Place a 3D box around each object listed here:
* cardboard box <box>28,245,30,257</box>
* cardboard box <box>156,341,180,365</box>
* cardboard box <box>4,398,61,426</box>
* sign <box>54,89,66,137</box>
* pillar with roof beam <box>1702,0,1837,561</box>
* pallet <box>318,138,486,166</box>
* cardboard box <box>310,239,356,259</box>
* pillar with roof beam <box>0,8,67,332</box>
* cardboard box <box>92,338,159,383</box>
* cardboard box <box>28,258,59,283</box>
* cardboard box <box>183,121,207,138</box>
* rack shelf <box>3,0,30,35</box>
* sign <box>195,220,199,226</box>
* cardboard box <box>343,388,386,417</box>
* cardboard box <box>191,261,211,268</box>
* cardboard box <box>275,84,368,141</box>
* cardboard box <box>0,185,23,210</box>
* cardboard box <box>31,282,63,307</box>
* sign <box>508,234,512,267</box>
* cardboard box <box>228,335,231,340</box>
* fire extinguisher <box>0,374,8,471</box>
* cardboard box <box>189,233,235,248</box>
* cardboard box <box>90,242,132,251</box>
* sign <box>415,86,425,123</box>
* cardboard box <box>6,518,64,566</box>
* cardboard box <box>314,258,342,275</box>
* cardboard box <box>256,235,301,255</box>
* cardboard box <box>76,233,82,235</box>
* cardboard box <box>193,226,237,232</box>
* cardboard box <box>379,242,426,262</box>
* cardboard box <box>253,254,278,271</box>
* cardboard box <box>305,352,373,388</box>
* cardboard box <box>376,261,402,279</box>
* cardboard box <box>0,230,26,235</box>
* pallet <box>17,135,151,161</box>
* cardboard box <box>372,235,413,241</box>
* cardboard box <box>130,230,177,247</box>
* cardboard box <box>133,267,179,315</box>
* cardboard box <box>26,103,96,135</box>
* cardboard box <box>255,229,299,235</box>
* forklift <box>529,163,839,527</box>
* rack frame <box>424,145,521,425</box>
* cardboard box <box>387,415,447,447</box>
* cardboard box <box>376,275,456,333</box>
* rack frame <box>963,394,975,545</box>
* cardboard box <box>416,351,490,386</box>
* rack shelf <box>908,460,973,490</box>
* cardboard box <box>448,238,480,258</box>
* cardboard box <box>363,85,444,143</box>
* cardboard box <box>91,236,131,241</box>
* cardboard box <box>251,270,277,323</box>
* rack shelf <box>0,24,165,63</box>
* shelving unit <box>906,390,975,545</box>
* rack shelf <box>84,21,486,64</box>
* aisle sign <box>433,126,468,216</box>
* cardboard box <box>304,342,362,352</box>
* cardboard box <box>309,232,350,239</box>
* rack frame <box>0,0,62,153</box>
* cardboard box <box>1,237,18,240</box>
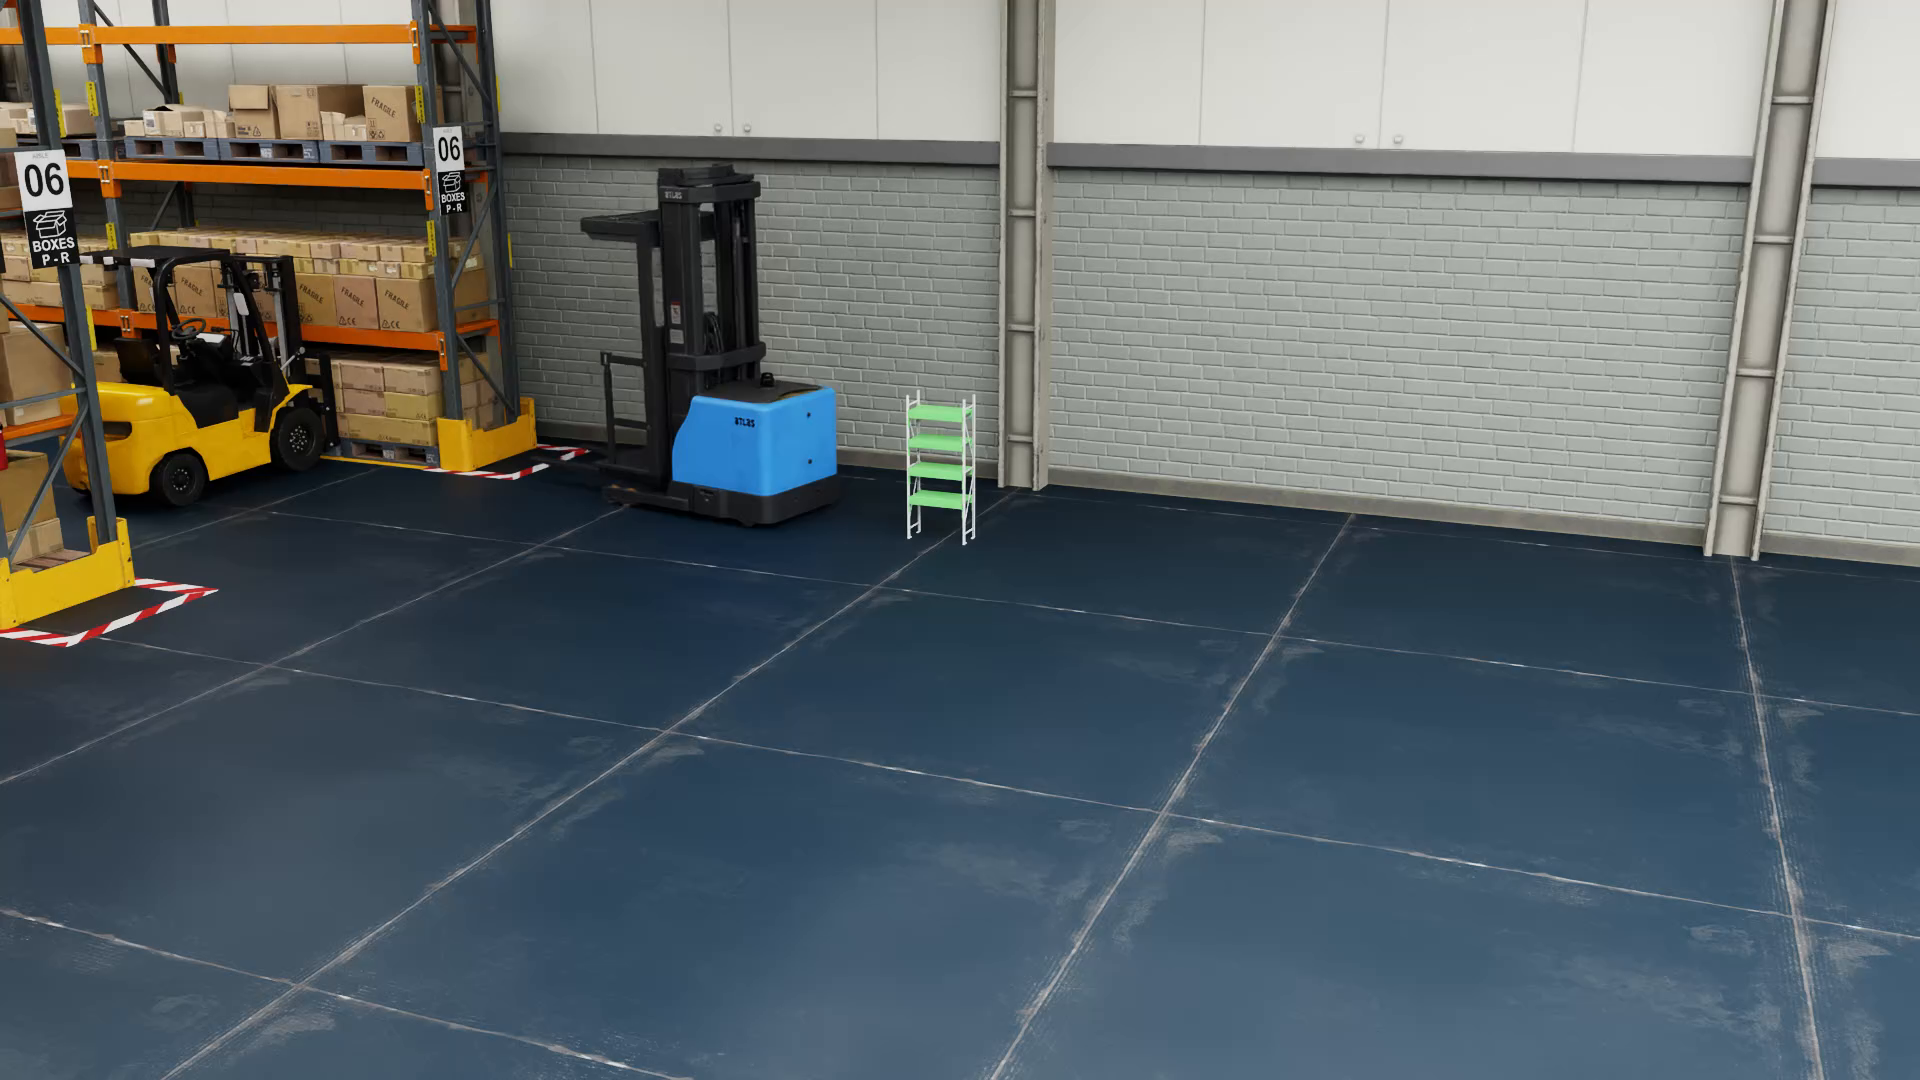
[{"bbox_3d":[-9.547,-3.059,17.487,0.250,0.149,0.380,6,17,19],"label":"cardboard box"},{"bbox_3d":[-8.064,-1.900,17.222,0.500,0.250,0.500,6,17,20],"label":"cardboard box"},{"bbox_3d":[-6.736,-0.940,11.982,0.250,0.149,0.380,6,17,21],"label":"cardboard box"},{"bbox_3d":[-6.297,-2.973,11.587,0.005,0.325,0.100,6,17,21],"label":"sign"},{"bbox_3d":[4.588,-3.102,8.218,0.400,9.000,9.100,6,17,21],"label":"pillar with roof beam"},{"bbox_3d":[-5.327,-3.737,15.944,1.213,0.211,1.003,6,17,21],"label":"pallet"},{"bbox_3d":[-6.070,-2.824,16.144,0.250,0.149,0.380,7,18,22],"label":"cardboard box"},{"bbox_3d":[-12.156,-4.943,14.560,0.400,9.000,9.100,6,17,21],"label":"pillar with roof beam"},{"bbox_3d":[-8.889,-1.781,17.934,0.625,0.625,0.875,7,18,23],"label":"cardboard box"},{"bbox_3d":[-9.431,-2.872,17.558,0.500,0.250,0.500,6,17,19],"label":"cardboard box"},{"bbox_3d":[-7.378,-4.035,16.331,0.250,0.149,0.380,7,18,22],"label":"cardboard box"},{"bbox_3d":[-8.357,-3.711,11.611,4.000,0.370,1.077,6,17,21],"label":"rack shelf"},{"bbox_3d":[-8.197,-3.267,17.852,0.005,0.325,0.100,6,17,21],"label":"sign"},{"bbox_3d":[-5.708,-1.404,16.411,0.500,0.250,0.500,6,17,20],"label":"cardboard box"},{"bbox_3d":[-7.503,-2.838,16.726,0.250,0.149,0.380,7,17,22],"label":"cardboard box"},{"bbox_3d":[-6.096,-4.111,15.962,0.500,0.500,0.700,6,17,21],"label":"cardboard box"},{"bbox_3d":[-6.686,-2.410,11.666,0.250,0.149,0.380,6,17,21],"label":"cardboard box"},{"bbox_3d":[-9.434,-2.631,17.624,0.500,0.250,0.500,6,17,20],"label":"cardboard box"},{"bbox_3d":[-4.469,-2.857,16.440,0.005,0.325,0.100,6,17,21],"label":"sign"},{"bbox_3d":[-7.871,-2.030,17.672,0.500,0.250,0.500,7,17,22],"label":"cardboard box"},{"bbox_3d":[-6.559,-0.804,11.201,0.183,0.674,0.296,6,17,21],"label":"fire extinguisher"},{"bbox_3d":[-7.493,-2.982,16.688,0.250,0.149,0.380,7,17,22],"label":"cardboard box"},{"bbox_3d":[-8.799,-3.006,17.305,0.250,0.149,0.380,7,18,23],"label":"cardboard box"},{"bbox_3d":[-4.890,-3.948,15.067,0.005,0.325,0.100,6,17,21],"label":"sign"},{"bbox_3d":[-7.145,-0.008,12.498,0.500,0.250,0.500,6,17,20],"label":"cardboard box"},{"bbox_3d":[-6.063,-2.686,16.204,0.250,0.149,0.380,6,17,19],"label":"cardboard box"},{"bbox_3d":[-6.746,-2.930,16.509,0.250,0.149,0.380,6,17,21],"label":"cardboard box"},{"bbox_3d":[-9.814,-3.264,18.195,0.250,0.149,0.380,6,17,20],"label":"cardboard box"},{"bbox_3d":[-7.773,-3.181,17.373,0.250,0.149,0.380,6,17,19],"label":"cardboard box"},{"bbox_3d":[-5.330,-2.761,15.929,0.250,0.149,0.380,6,17,21],"label":"cardboard box"},{"bbox_3d":[-6.768,-2.764,16.473,0.250,0.149,0.380,6,17,19],"label":"cardboard box"},{"bbox_3d":[-6.171,-1.687,16.490,0.500,0.250,0.500,7,17,21],"label":"cardboard box"},{"bbox_3d":[-5.352,-2.601,15.909,0.250,0.149,0.380,7,17,22],"label":"cardboard box"},{"bbox_3d":[-10.509,-3.359,18.521,0.250,0.149,0.380,6,17,20],"label":"cardboard box"},{"bbox_3d":[-9.225,-4.105,17.395,1.217,0.209,0.805,6,17,18],"label":"pallet"},{"bbox_3d":[-5.619,-2.940,16.544,0.250,0.149,0.380,6,17,21],"label":"cardboard box"},{"bbox_3d":[-8.212,-3.062,16.964,0.250,0.149,0.380,7,17,22],"label":"cardboard box"},{"bbox_3d":[-8.082,-2.604,17.084,0.500,0.500,0.500,6,17,19],"label":"cardboard box"},{"bbox_3d":[-9.162,-4.327,17.046,0.500,0.311,0.500,6,17,19],"label":"cardboard box"},{"bbox_3d":[-7.032,-3.116,17.151,0.250,0.149,0.380,6,17,20],"label":"cardboard box"},{"bbox_3d":[-2.578,-1.811,14.653,3.031,2.935,1.130,10,19,31],"label":"forklift"},{"bbox_3d":[-4.678,-2.260,16.078,0.127,3.000,1.000,6,17,21],"label":"rack frame"},{"bbox_3d":[-5.231,-1.107,16.286,0.500,0.250,0.500,6,17,21],"label":"cardboard box"},{"bbox_3d":[-5.232,-2.290,16.003,0.500,0.500,0.500,6,17,19],"label":"cardboard box"},{"bbox_3d":[0.073,-0.568,13.479,0.015,1.200,0.240,6,17,21],"label":"rack frame"},{"bbox_3d":[-5.056,-1.720,16.602,0.500,0.250,0.500,6,17,20],"label":"cardboard box"},{"bbox_3d":[-0.154,-0.532,13.582,0.480,0.148,0.258,6,17,21],"label":"rack shelf"},{"bbox_3d":[-4.912,-2.852,16.241,0.250,0.149,0.380,6,17,20],"label":"cardboard box"},{"bbox_3d":[-5.180,-3.980,15.511,0.500,0.500,0.500,7,18,22],"label":"cardboard box"},{"bbox_3d":[-9.110,-3.187,17.929,0.250,0.149,0.380,6,17,20],"label":"cardboard box"},{"bbox_3d":[-6.660,-2.447,16.541,0.500,0.500,0.500,6,17,21],"label":"cardboard box"},{"bbox_3d":[-10.260,-5.217,17.512,4.000,0.370,1.077,6,17,21],"label":"rack shelf"},{"bbox_3d":[-0.154,-0.593,13.565,0.503,1.200,0.258,6,17,21],"label":"shelving unit"},{"bbox_3d":[-6.539,-4.808,16.102,4.000,0.370,1.077,6,17,21],"label":"rack shelf"},{"bbox_3d":[-4.725,-3.425,15.430,0.004,0.787,0.394,6,17,21],"label":"aisle sign"},{"bbox_3d":[-6.458,-1.878,17.147,0.500,0.250,0.500,6,17,20],"label":"cardboard box"},{"bbox_3d":[-6.341,-3.018,16.812,0.250,0.149,0.380,6,17,21],"label":"cardboard box"},{"bbox_3d":[-6.496,-3.853,10.806,0.127,3.000,1.000,6,17,21],"label":"rack frame"},{"bbox_3d":[-10.273,-3.136,17.753,0.250,0.149,0.380,6,17,19],"label":"cardboard box"}]
